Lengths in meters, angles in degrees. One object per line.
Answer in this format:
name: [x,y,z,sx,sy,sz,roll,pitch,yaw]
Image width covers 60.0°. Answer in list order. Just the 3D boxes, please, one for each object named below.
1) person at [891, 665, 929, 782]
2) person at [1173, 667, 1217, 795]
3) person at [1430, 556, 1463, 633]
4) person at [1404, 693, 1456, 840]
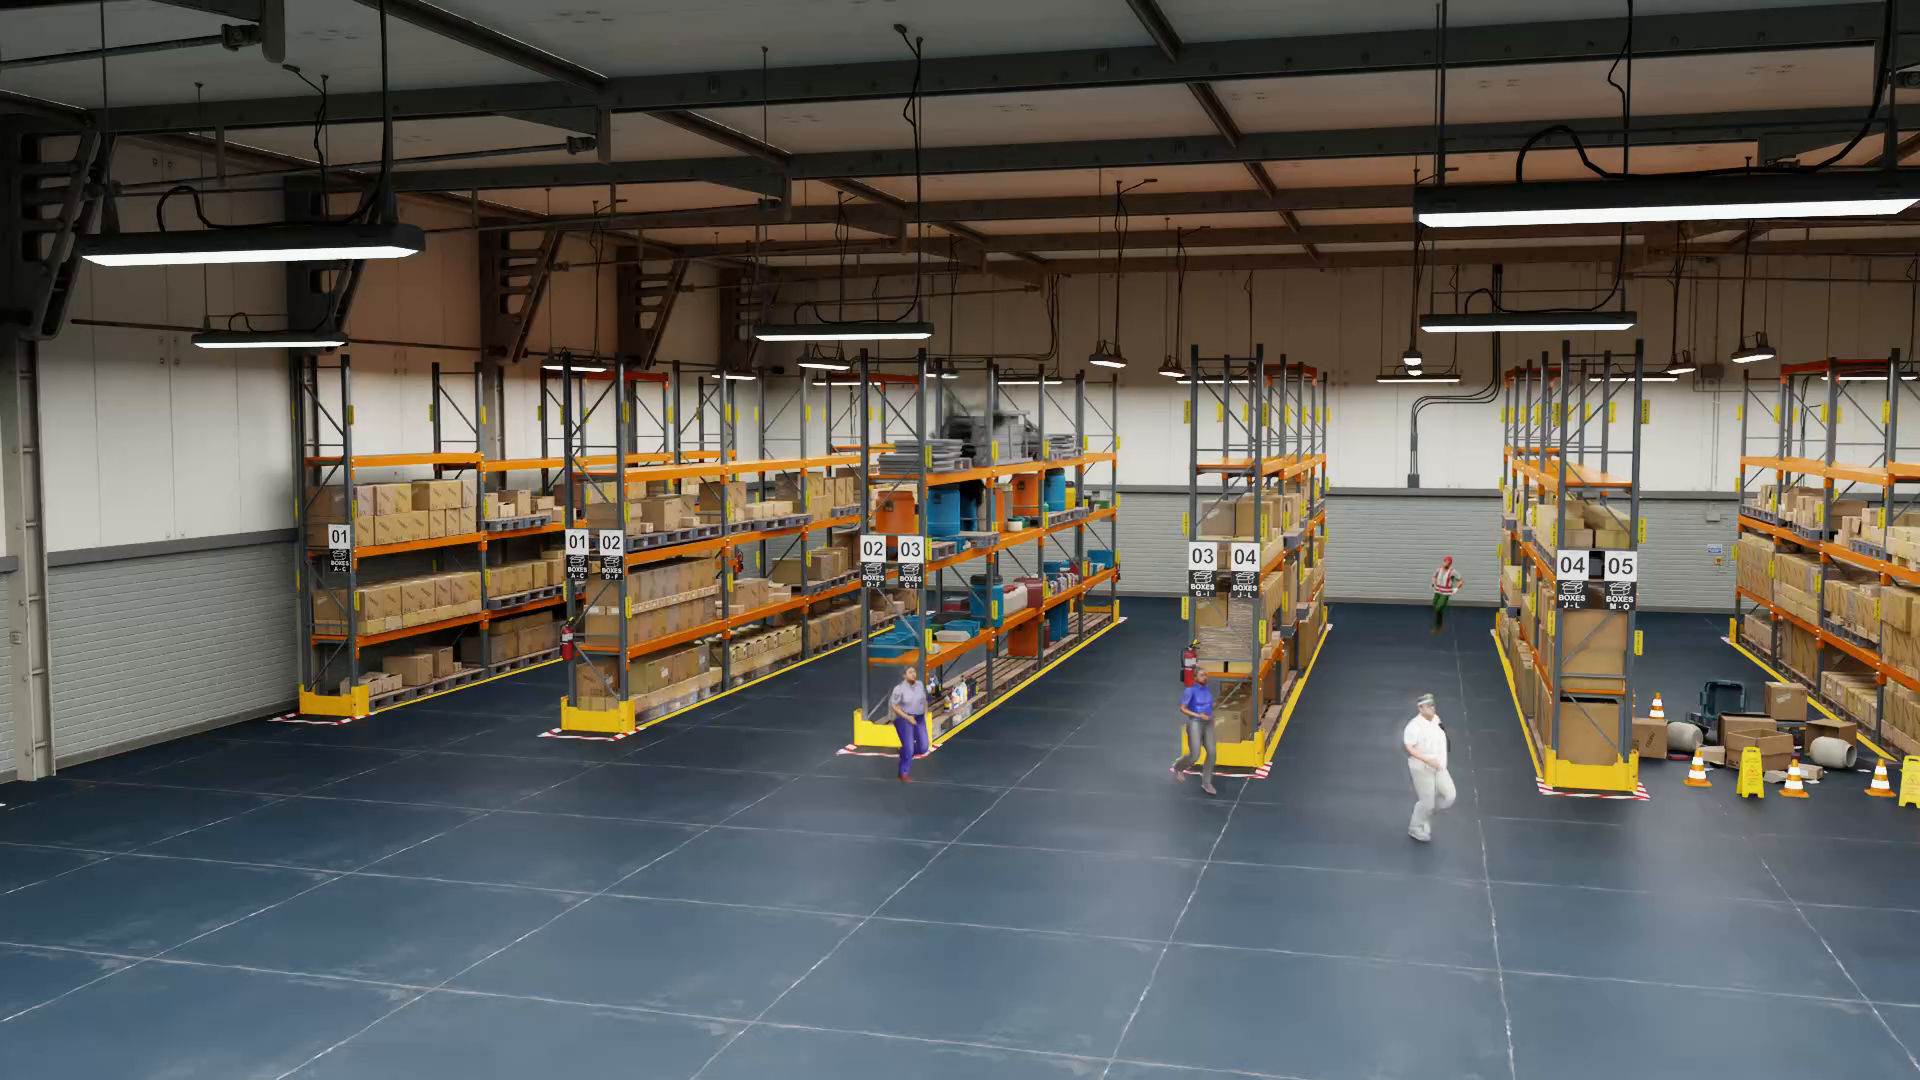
person: [-0.655,2.508,22.769,0.630,1.612,0.574,-3,5,-34]
person: [3.167,2.526,22.224,0.578,1.670,0.743,-3,5,-31]
person: [11.139,1.270,38.253,0.625,1.807,0.734,-4,6,-43]
person: [5.543,2.666,19.579,0.674,1.746,0.541,-3,5,-35]
